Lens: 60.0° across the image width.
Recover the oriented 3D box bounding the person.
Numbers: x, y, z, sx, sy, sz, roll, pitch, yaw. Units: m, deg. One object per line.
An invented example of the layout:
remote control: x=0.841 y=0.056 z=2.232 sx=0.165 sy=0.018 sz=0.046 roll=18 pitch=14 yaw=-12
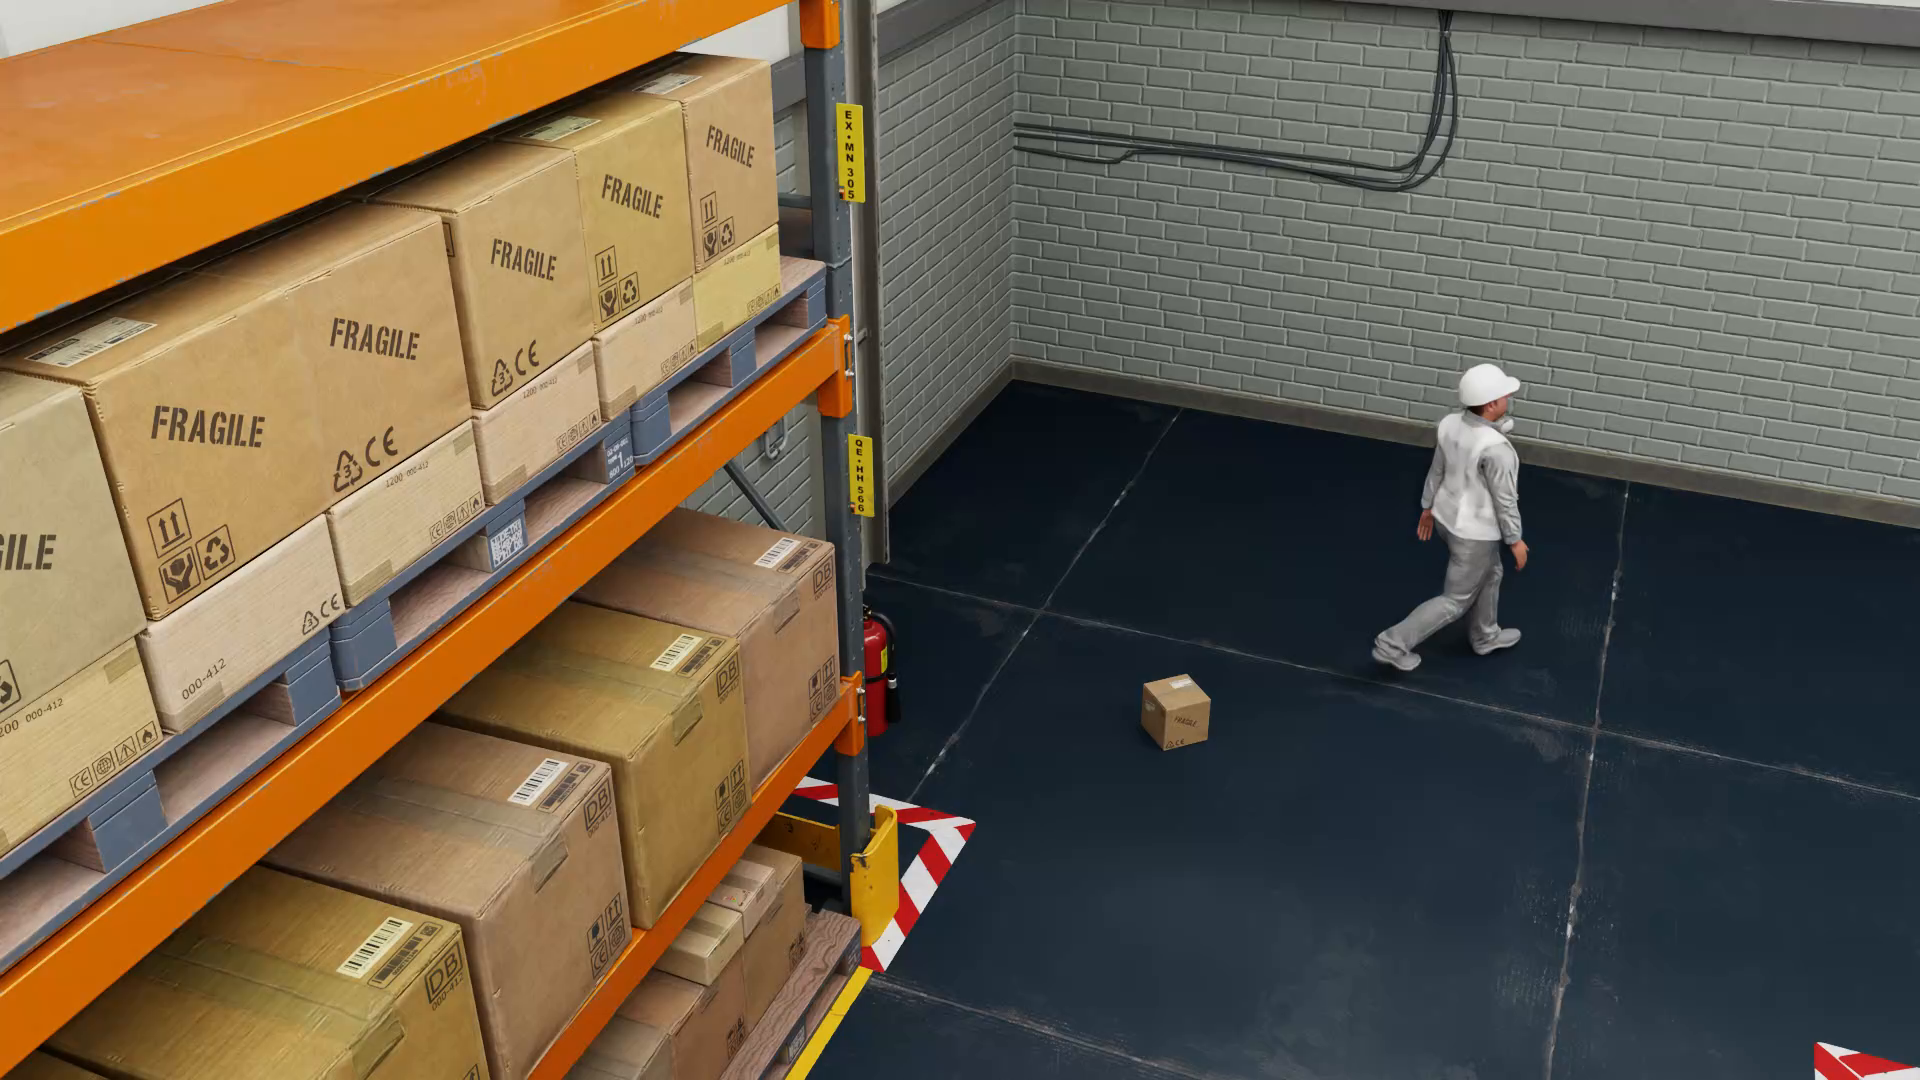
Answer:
person: x=2.623 y=-0.083 z=8.523 sx=0.973 sy=1.735 sz=0.558 roll=-7 pitch=30 yaw=-12
